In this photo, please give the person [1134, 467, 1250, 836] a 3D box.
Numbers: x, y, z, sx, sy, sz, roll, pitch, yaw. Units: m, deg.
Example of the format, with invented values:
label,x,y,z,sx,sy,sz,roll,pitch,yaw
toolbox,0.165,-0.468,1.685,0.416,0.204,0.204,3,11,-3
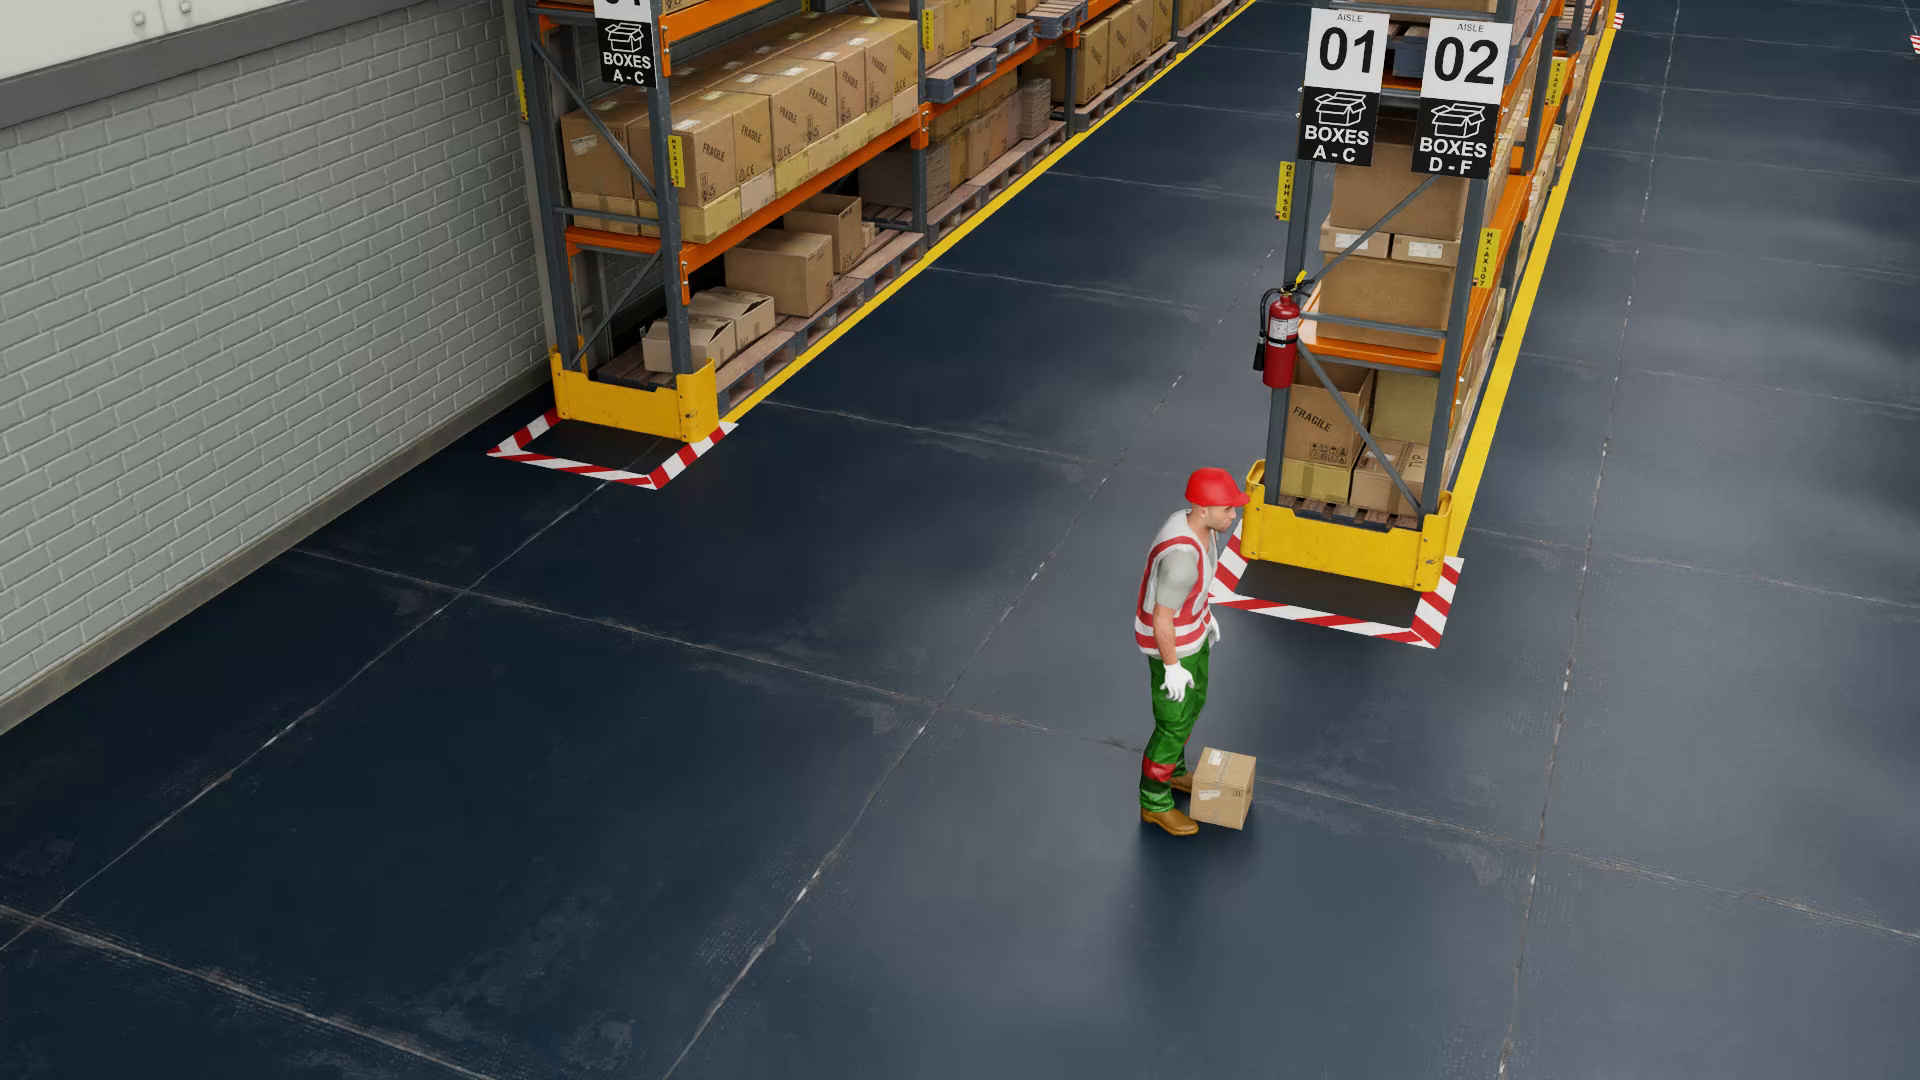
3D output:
label,x,y,z,sx,sy,sz,roll,pitch,yaw
person,1.024,0.472,7.546,0.448,1.780,0.610,11,31,20
